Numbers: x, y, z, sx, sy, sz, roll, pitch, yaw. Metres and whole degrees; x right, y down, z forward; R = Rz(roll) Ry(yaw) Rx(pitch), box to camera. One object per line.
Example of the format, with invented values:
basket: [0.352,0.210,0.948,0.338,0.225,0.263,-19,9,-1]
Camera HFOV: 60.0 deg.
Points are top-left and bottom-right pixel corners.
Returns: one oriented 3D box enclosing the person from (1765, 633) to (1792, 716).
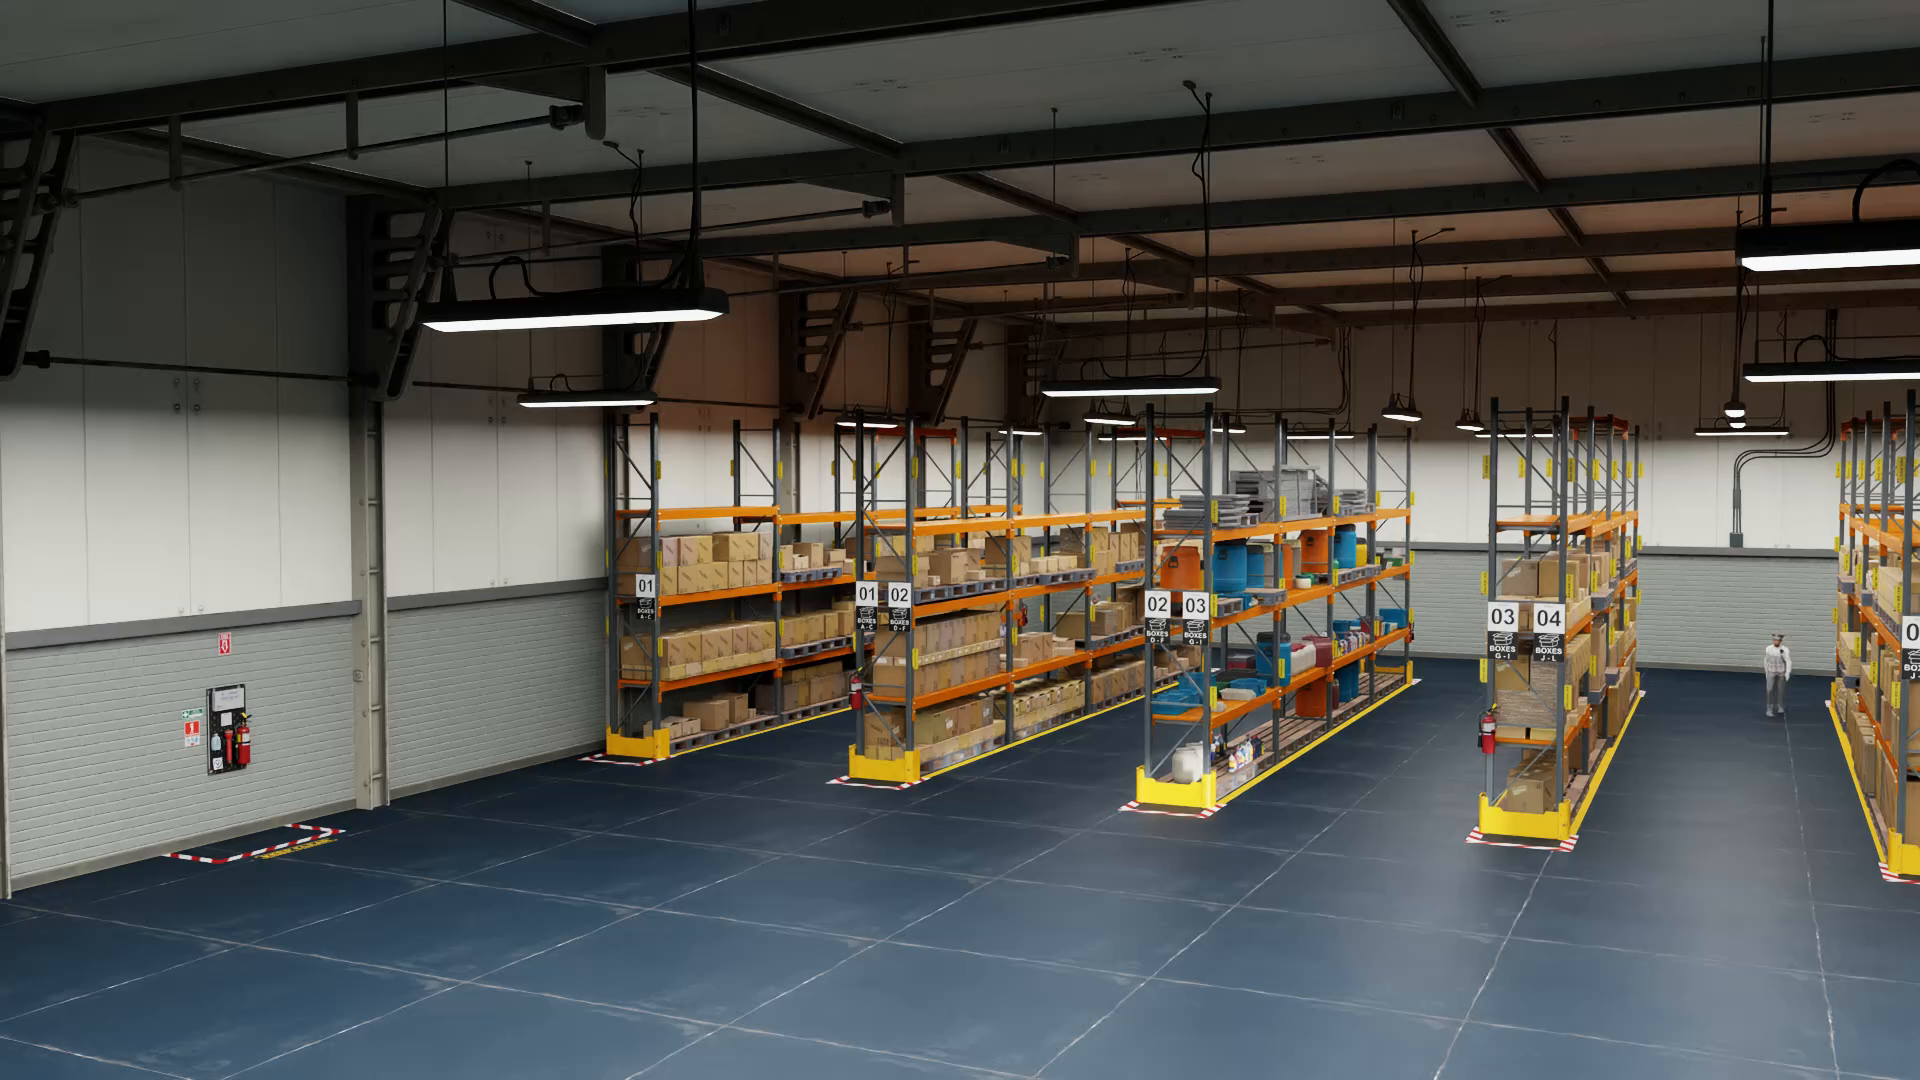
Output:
person: [16.720,2.743,34.007,0.530,1.676,0.661,2,3,37]

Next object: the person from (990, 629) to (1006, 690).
person: [0.799,2.598,37.819,0.518,1.588,1.041,1,3,32]

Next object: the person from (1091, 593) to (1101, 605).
person: [3.576,2.267,44.358,0.597,1.715,1.099,1,3,22]
